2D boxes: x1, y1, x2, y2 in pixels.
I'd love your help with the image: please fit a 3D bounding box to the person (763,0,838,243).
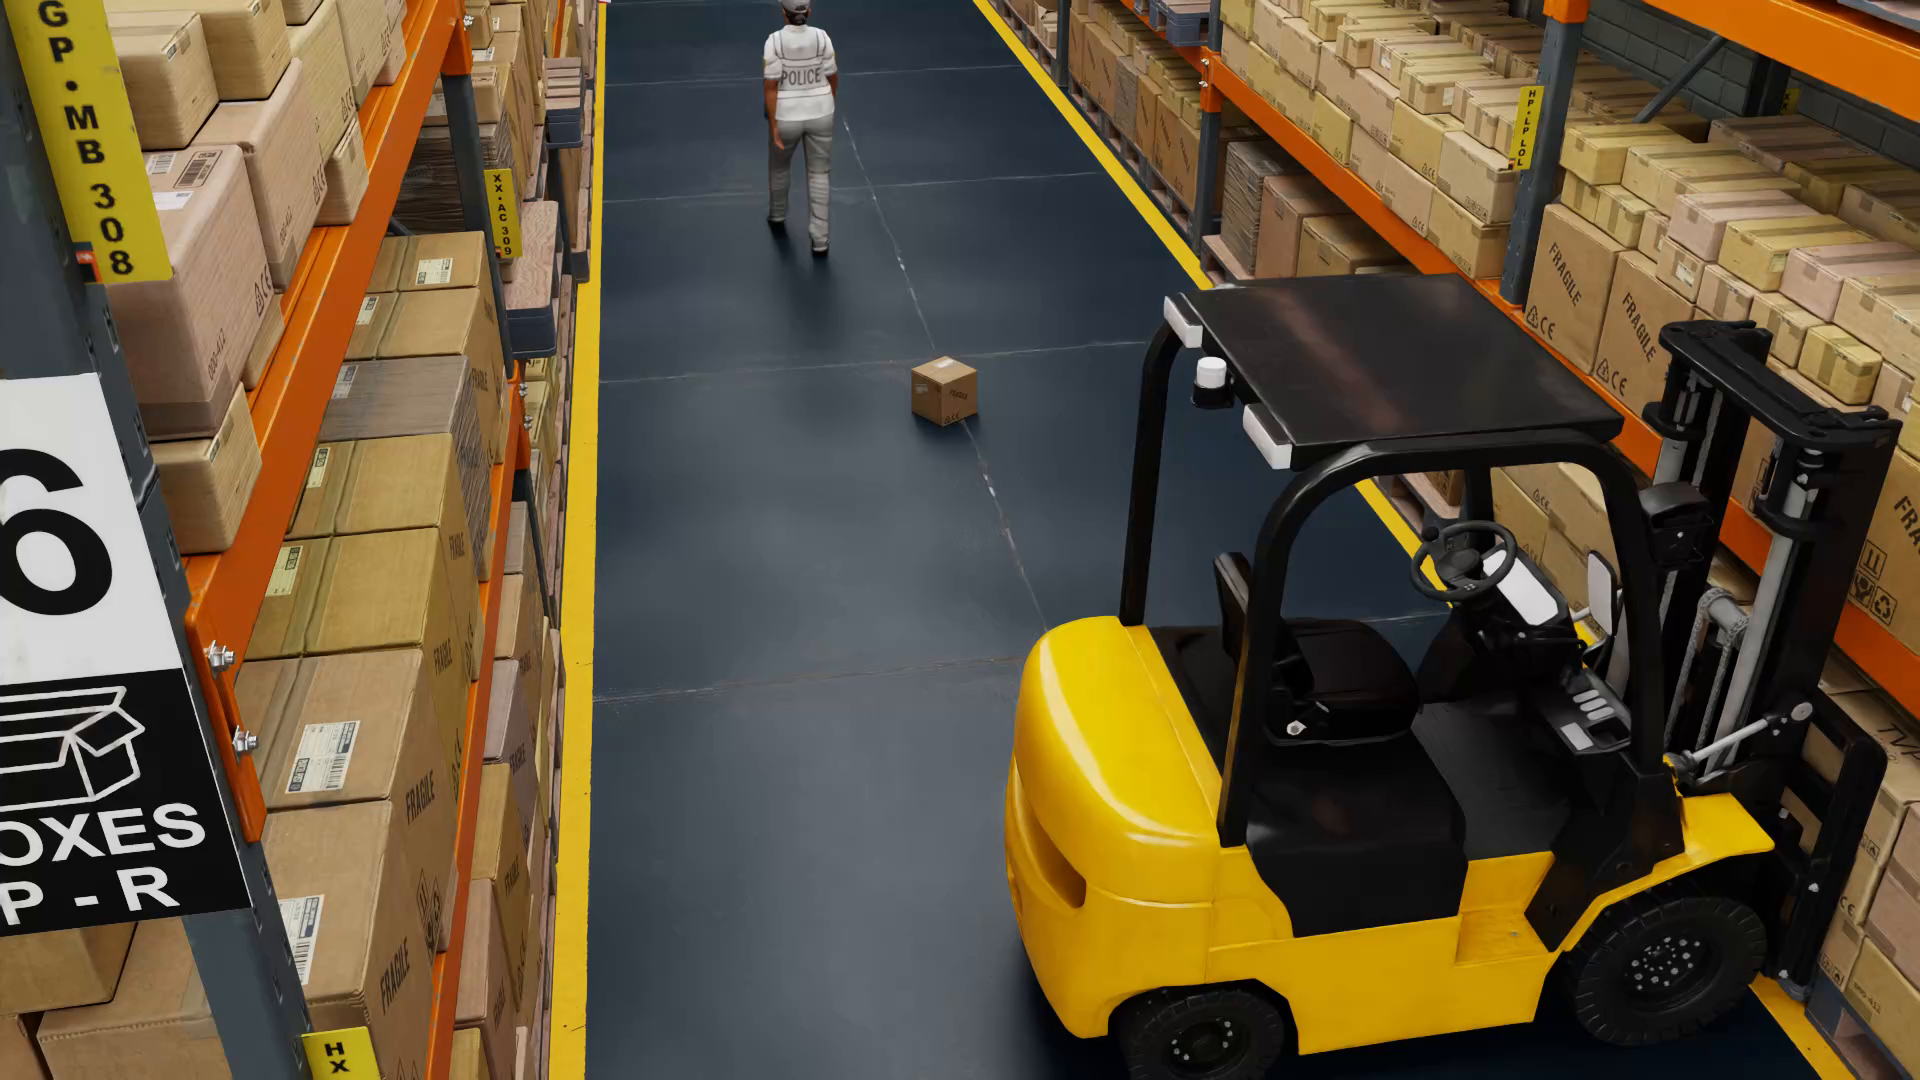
[{"bbox_3d":[-1.018,-2.756,10.644,0.490,1.555,0.729,-6,31,-11],"label":"person"}]
